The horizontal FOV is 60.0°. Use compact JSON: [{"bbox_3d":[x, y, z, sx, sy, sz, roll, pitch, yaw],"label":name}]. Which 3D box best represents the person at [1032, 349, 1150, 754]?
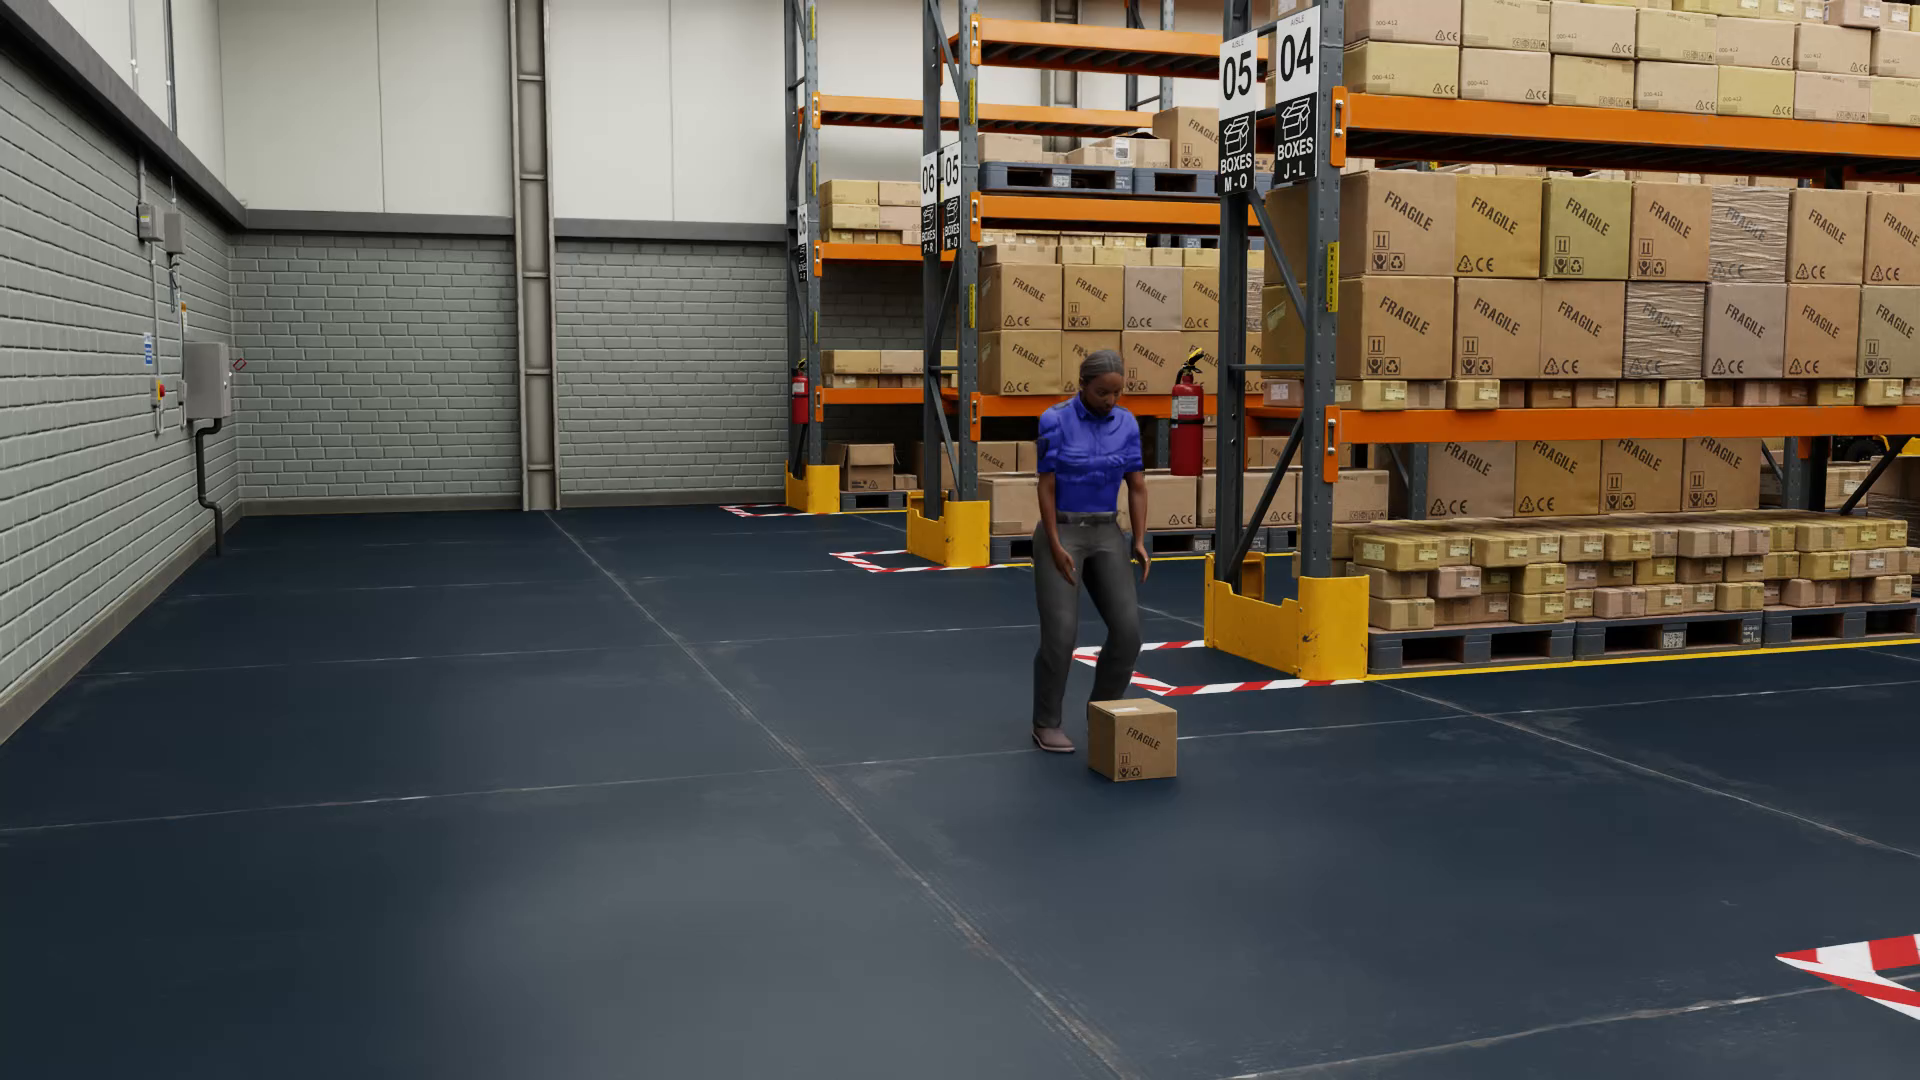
[{"bbox_3d":[0.520,0.040,6.611,0.465,1.588,0.411,-2,6,-17],"label":"person"}]
